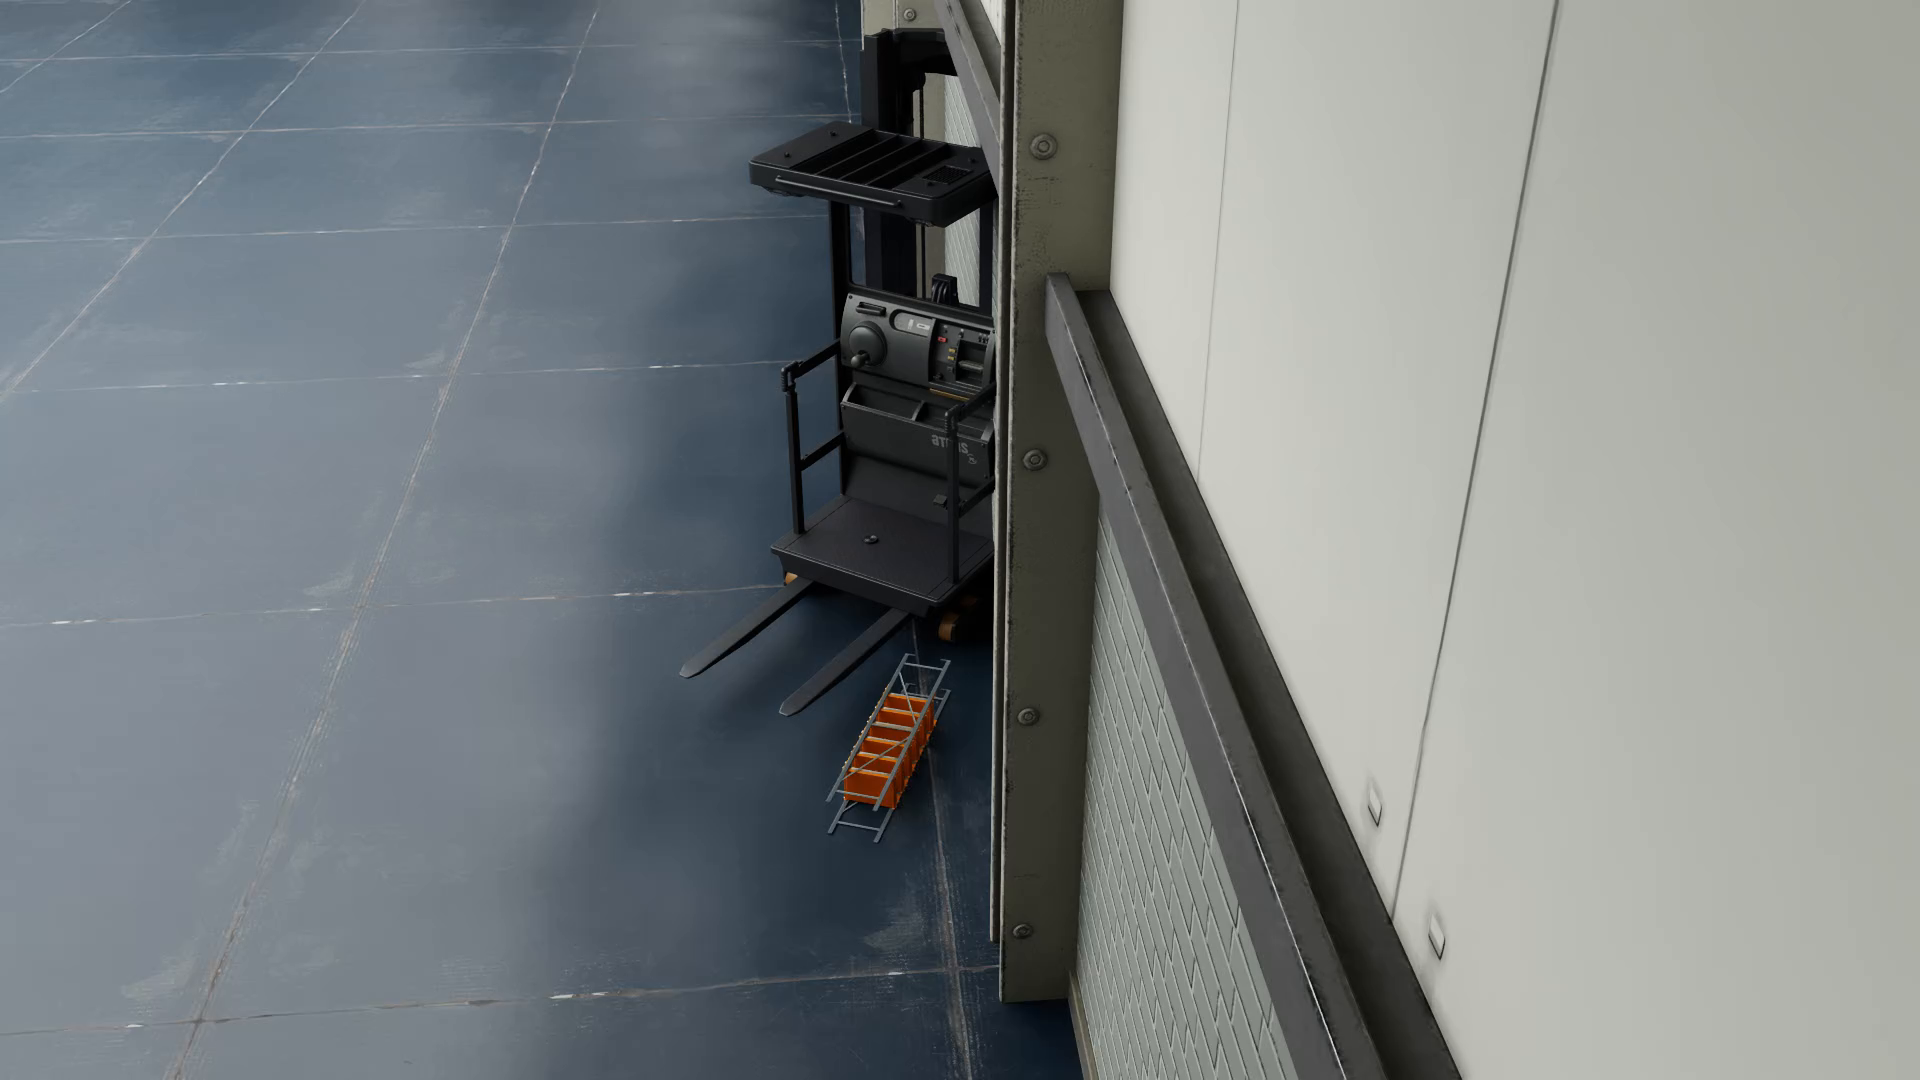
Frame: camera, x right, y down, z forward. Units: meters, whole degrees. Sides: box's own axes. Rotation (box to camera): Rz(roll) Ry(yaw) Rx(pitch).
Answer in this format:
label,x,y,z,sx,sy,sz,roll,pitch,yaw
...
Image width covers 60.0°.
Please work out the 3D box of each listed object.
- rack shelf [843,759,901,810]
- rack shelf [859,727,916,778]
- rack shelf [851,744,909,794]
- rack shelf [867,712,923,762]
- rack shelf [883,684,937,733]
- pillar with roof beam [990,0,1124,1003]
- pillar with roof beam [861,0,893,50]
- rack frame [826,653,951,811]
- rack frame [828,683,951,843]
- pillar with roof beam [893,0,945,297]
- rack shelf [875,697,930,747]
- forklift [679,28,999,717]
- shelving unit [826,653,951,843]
label,x,y,z,sx,sy,sz,roll,pitch,yaw
rack shelf,-0.407,1.123,7.681,0.258,0.180,0.103,8,32,13
rack shelf,-0.342,1.005,7.879,0.258,0.180,0.103,8,32,13
rack shelf,-0.375,1.064,7.780,0.258,0.180,0.103,8,32,13
rack shelf,-0.310,0.945,7.979,0.258,0.180,0.103,8,32,13
rack shelf,-0.245,0.827,8.177,0.258,0.180,0.103,8,32,13
pillar with roof beam,-3.989,-1.915,4.181,9.100,9.000,0.400,-3,31,-5
pillar with roof beam,-5.110,-8.042,14.438,9.100,9.000,0.400,-3,31,-5
rack frame,-0.322,0.889,7.895,0.240,0.006,1.200,8,32,13
rack frame,-0.322,1.046,7.989,0.240,0.006,1.200,8,32,13
pillar with roof beam,-4.549,-4.978,9.309,9.100,9.000,0.400,-3,31,-5
rack shelf,-0.278,0.886,8.078,0.258,0.180,0.103,8,32,13
forklift,-0.324,-0.981,8.535,1.130,2.935,3.031,17,35,26
shelving unit,-0.322,0.967,7.942,0.258,0.189,1.200,8,32,13
